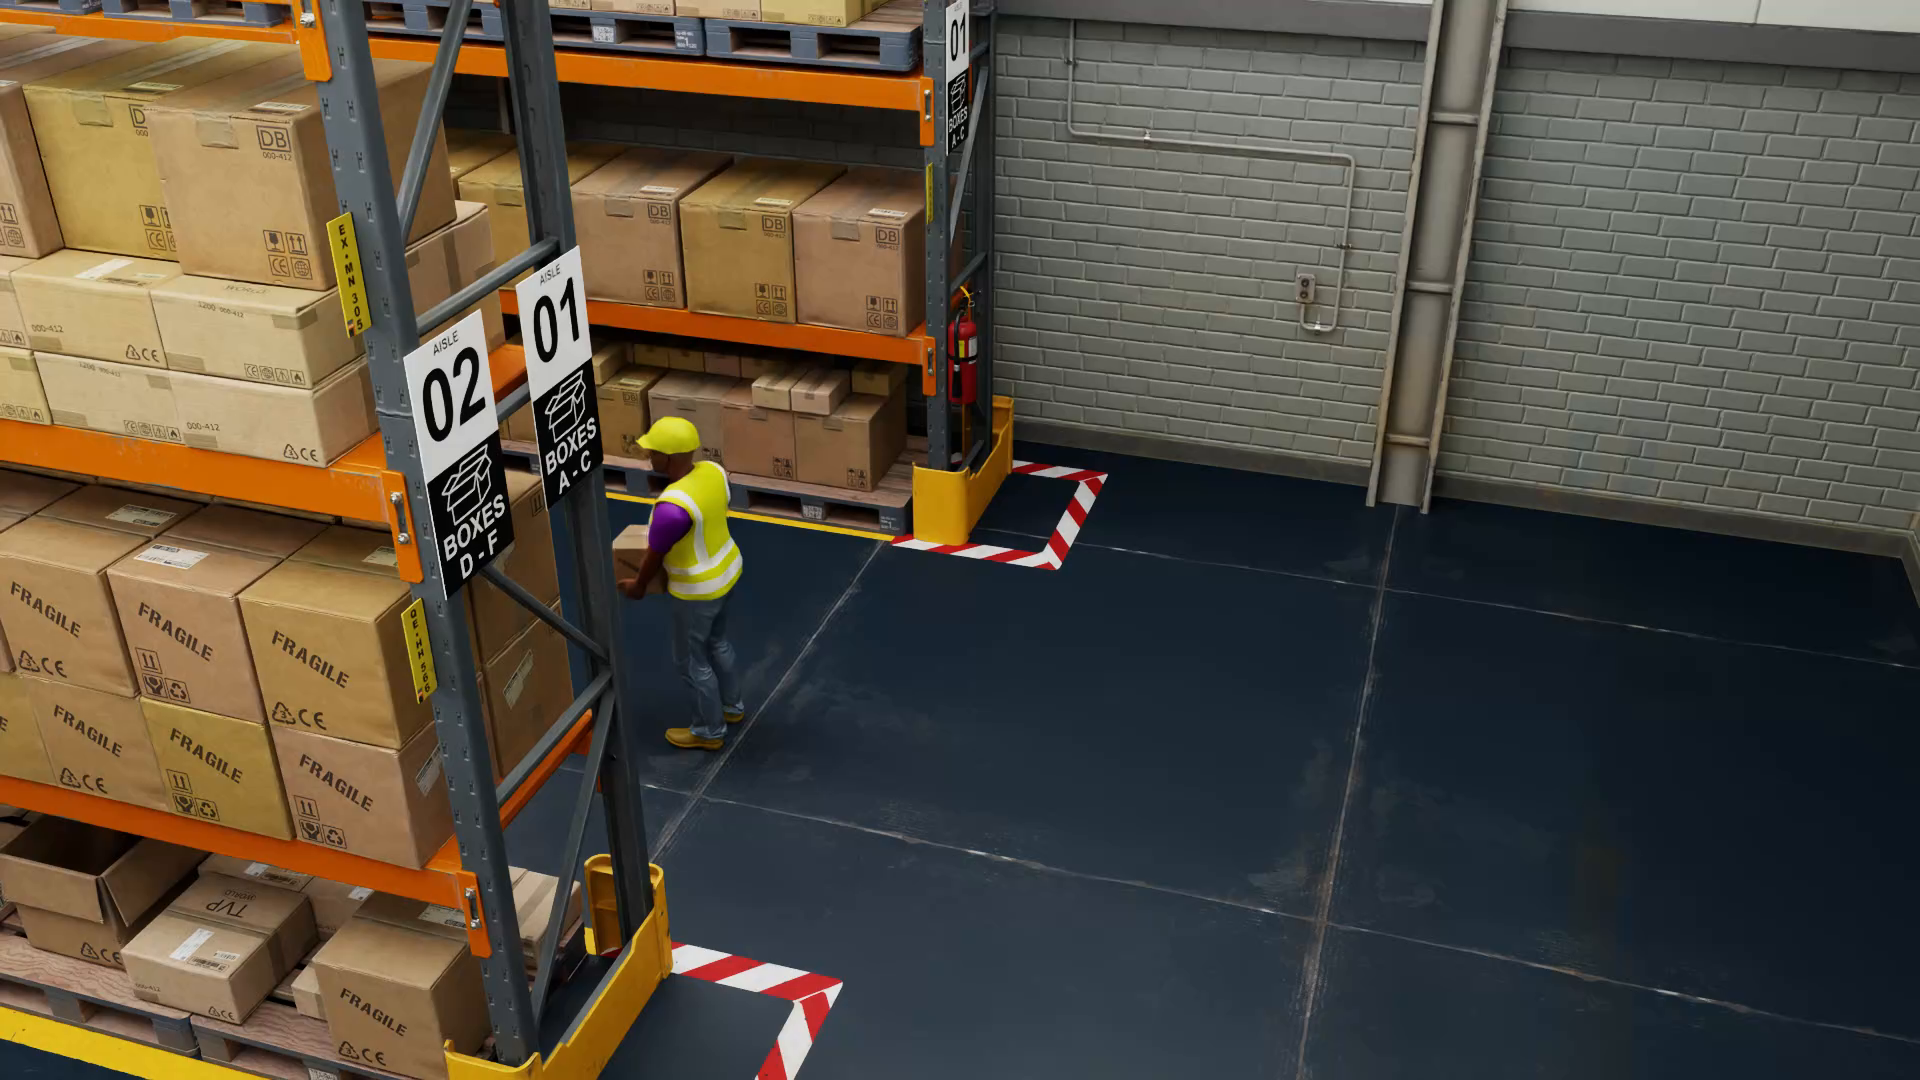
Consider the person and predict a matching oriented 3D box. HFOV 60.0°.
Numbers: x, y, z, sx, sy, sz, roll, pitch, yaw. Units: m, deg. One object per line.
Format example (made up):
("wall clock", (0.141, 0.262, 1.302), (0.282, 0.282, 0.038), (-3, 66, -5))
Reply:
("person", (-1.371, 0.200, 8.132), (0.581, 1.758, 0.504), (8, 30, 14))
